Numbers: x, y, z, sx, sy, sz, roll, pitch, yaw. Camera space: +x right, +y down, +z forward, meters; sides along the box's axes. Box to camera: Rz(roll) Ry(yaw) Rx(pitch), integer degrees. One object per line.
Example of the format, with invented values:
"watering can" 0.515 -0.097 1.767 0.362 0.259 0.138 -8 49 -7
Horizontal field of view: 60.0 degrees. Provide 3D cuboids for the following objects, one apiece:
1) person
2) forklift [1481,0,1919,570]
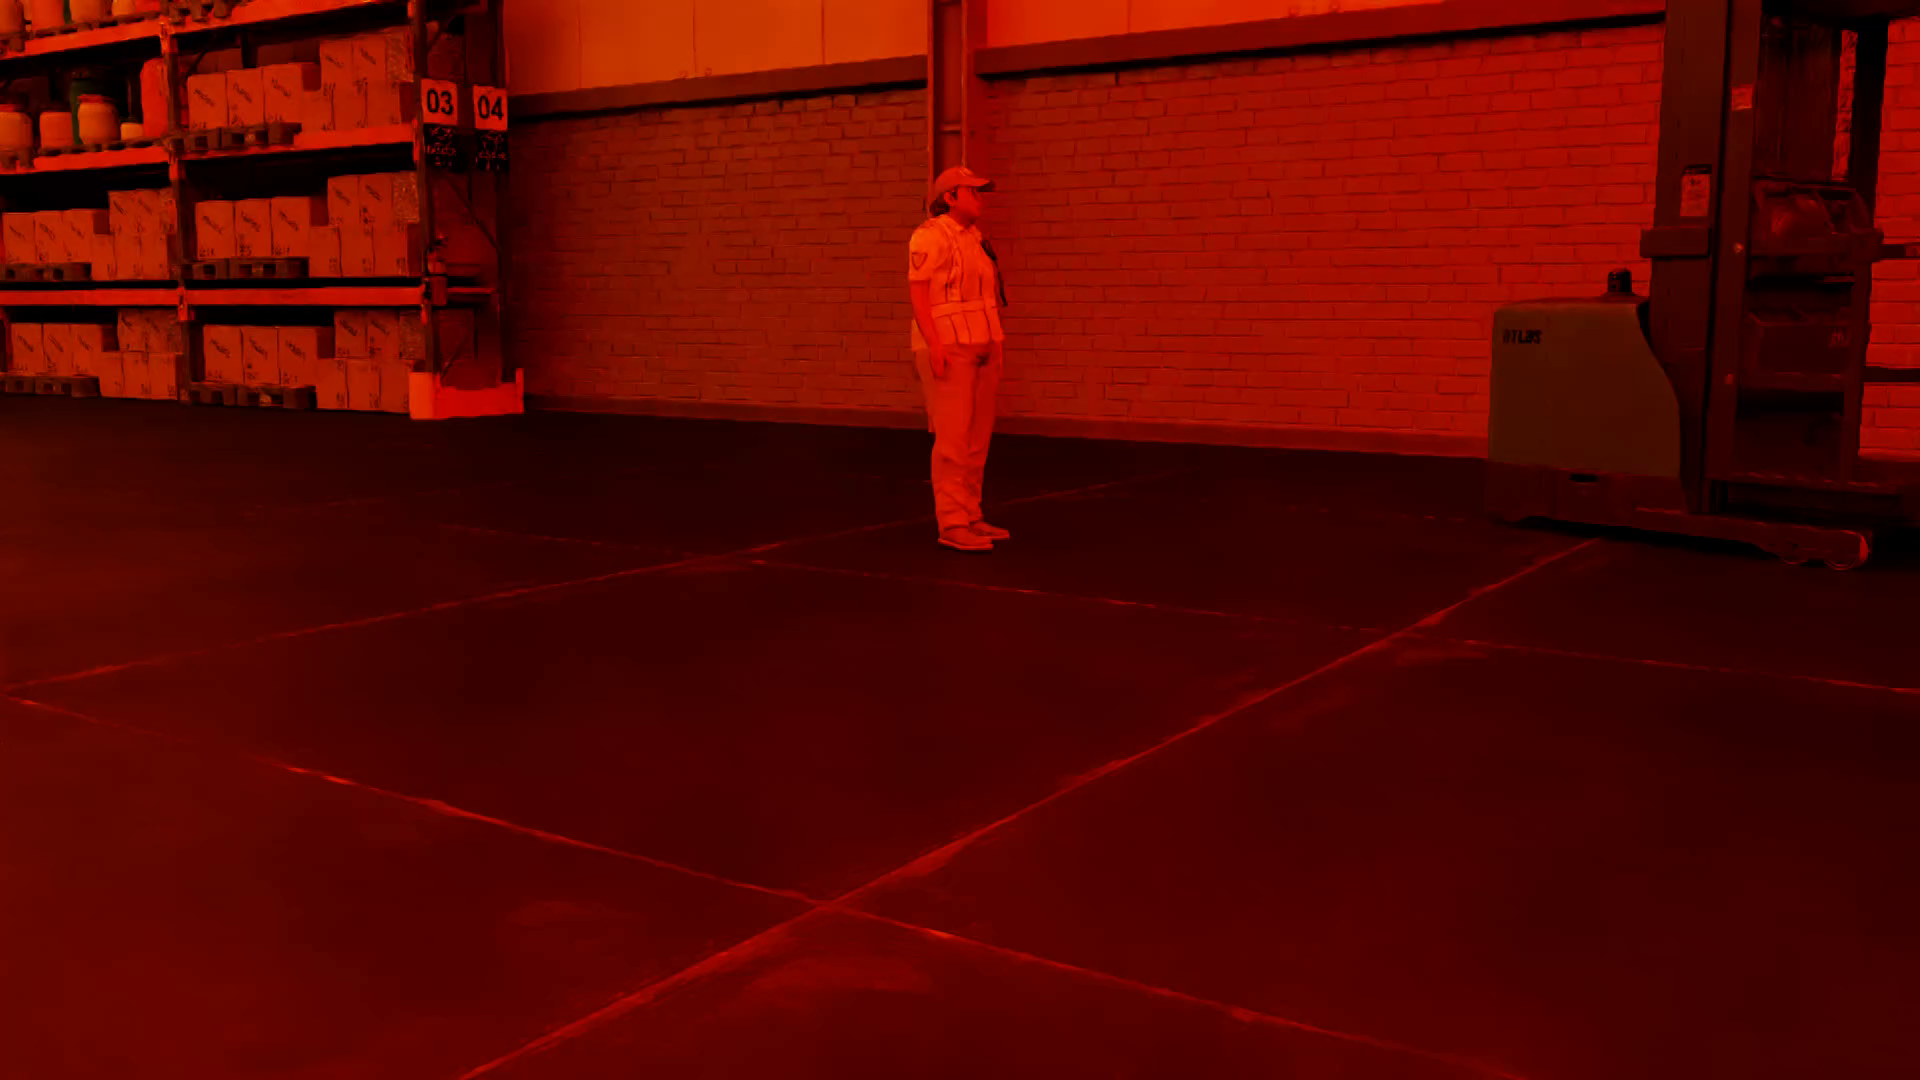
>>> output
"person" 0.051 -0.823 7.424 0.529 1.669 0.598 5 10 34
"forklift" 3.832 -1.405 7.072 1.130 2.935 3.031 -6 10 -36
